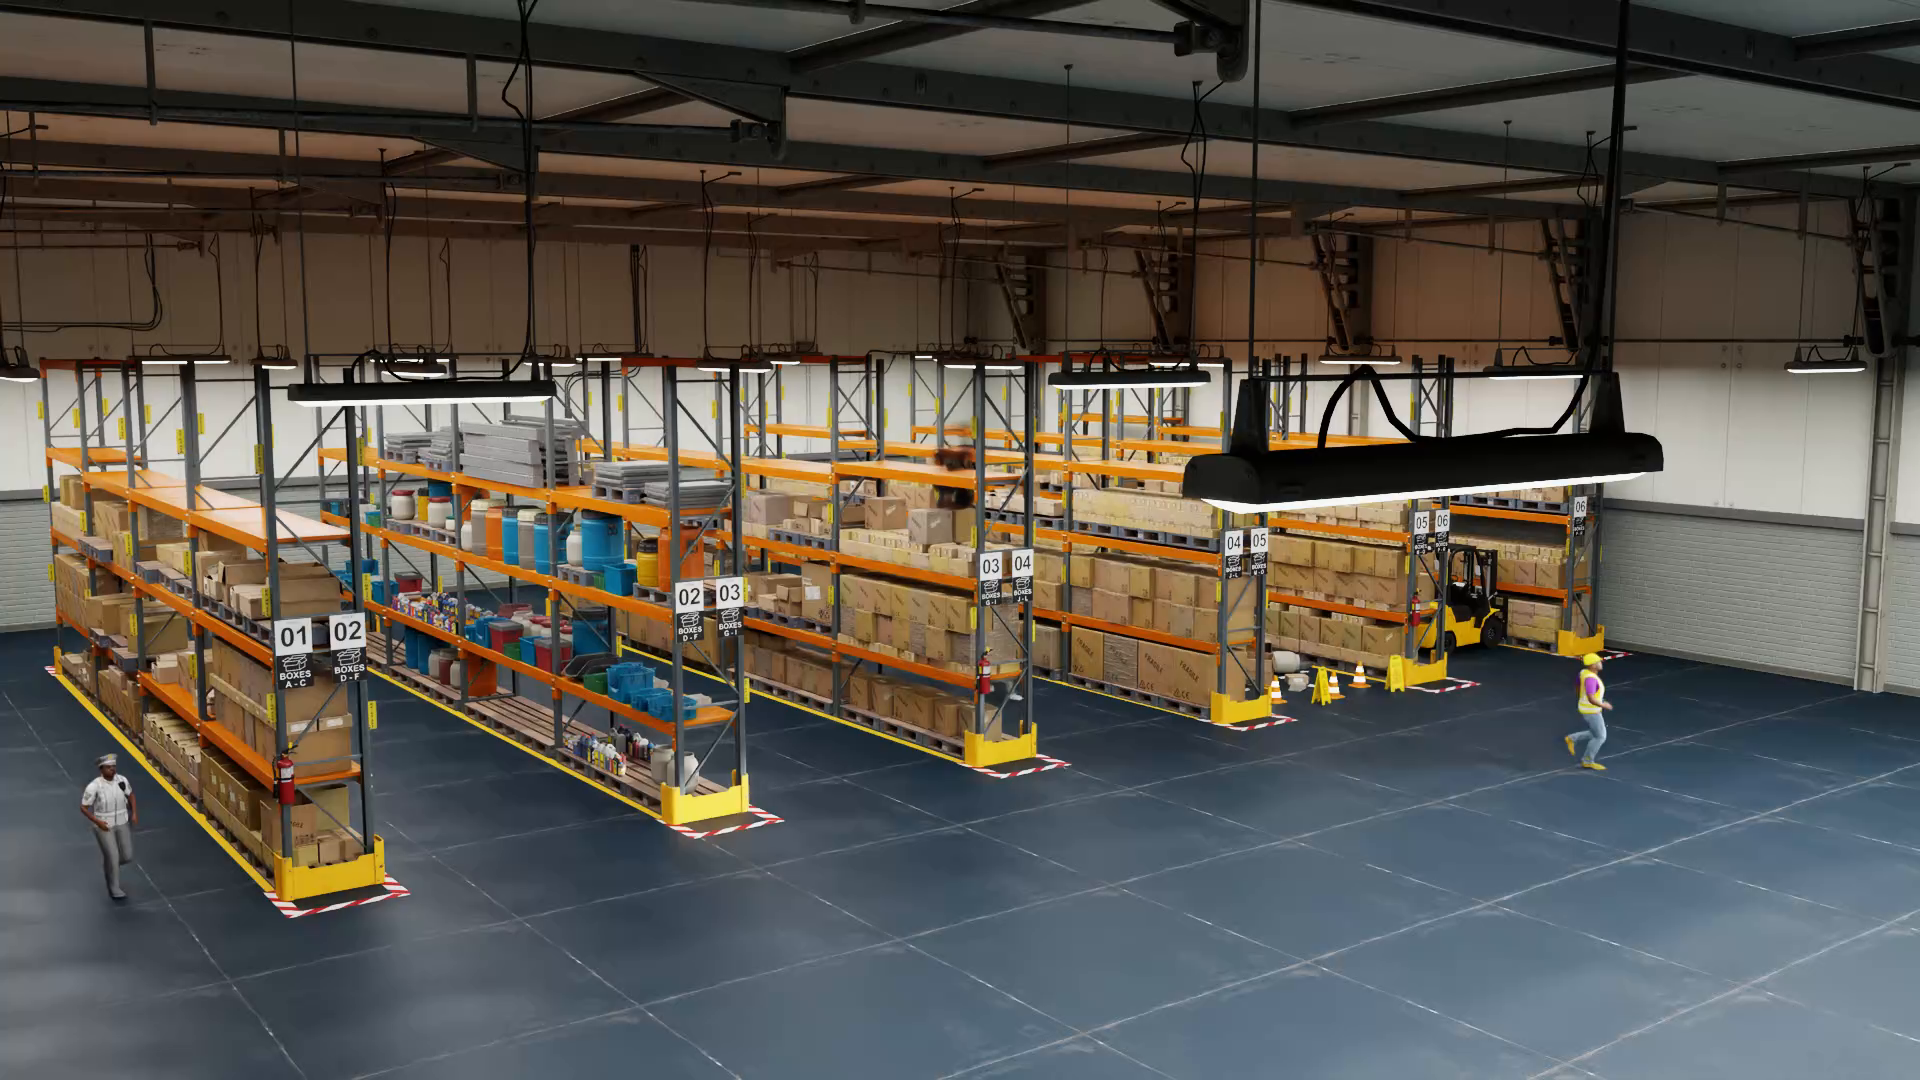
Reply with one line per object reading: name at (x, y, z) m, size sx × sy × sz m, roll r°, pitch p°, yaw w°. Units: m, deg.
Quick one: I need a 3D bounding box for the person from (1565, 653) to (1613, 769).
person at (9.328, 2.529, 24.665) m, size 0.613 × 1.727 × 0.736 m, roll 1°, pitch 7°, yaw 11°

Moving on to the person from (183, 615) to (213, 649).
person at (-14.803, 1.576, 32.392) m, size 0.808 × 1.823 × 0.738 m, roll 7°, pitch 10°, yaw 44°

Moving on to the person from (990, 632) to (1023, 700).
person at (0.749, 1.957, 29.390) m, size 0.969 × 1.648 × 0.567 m, roll 6°, pitch 9°, yaw 39°

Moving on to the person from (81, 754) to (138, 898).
person at (-9.700, 3.237, 18.991) m, size 0.552 × 1.651 × 0.621 m, roll 5°, pitch 9°, yaw 37°
